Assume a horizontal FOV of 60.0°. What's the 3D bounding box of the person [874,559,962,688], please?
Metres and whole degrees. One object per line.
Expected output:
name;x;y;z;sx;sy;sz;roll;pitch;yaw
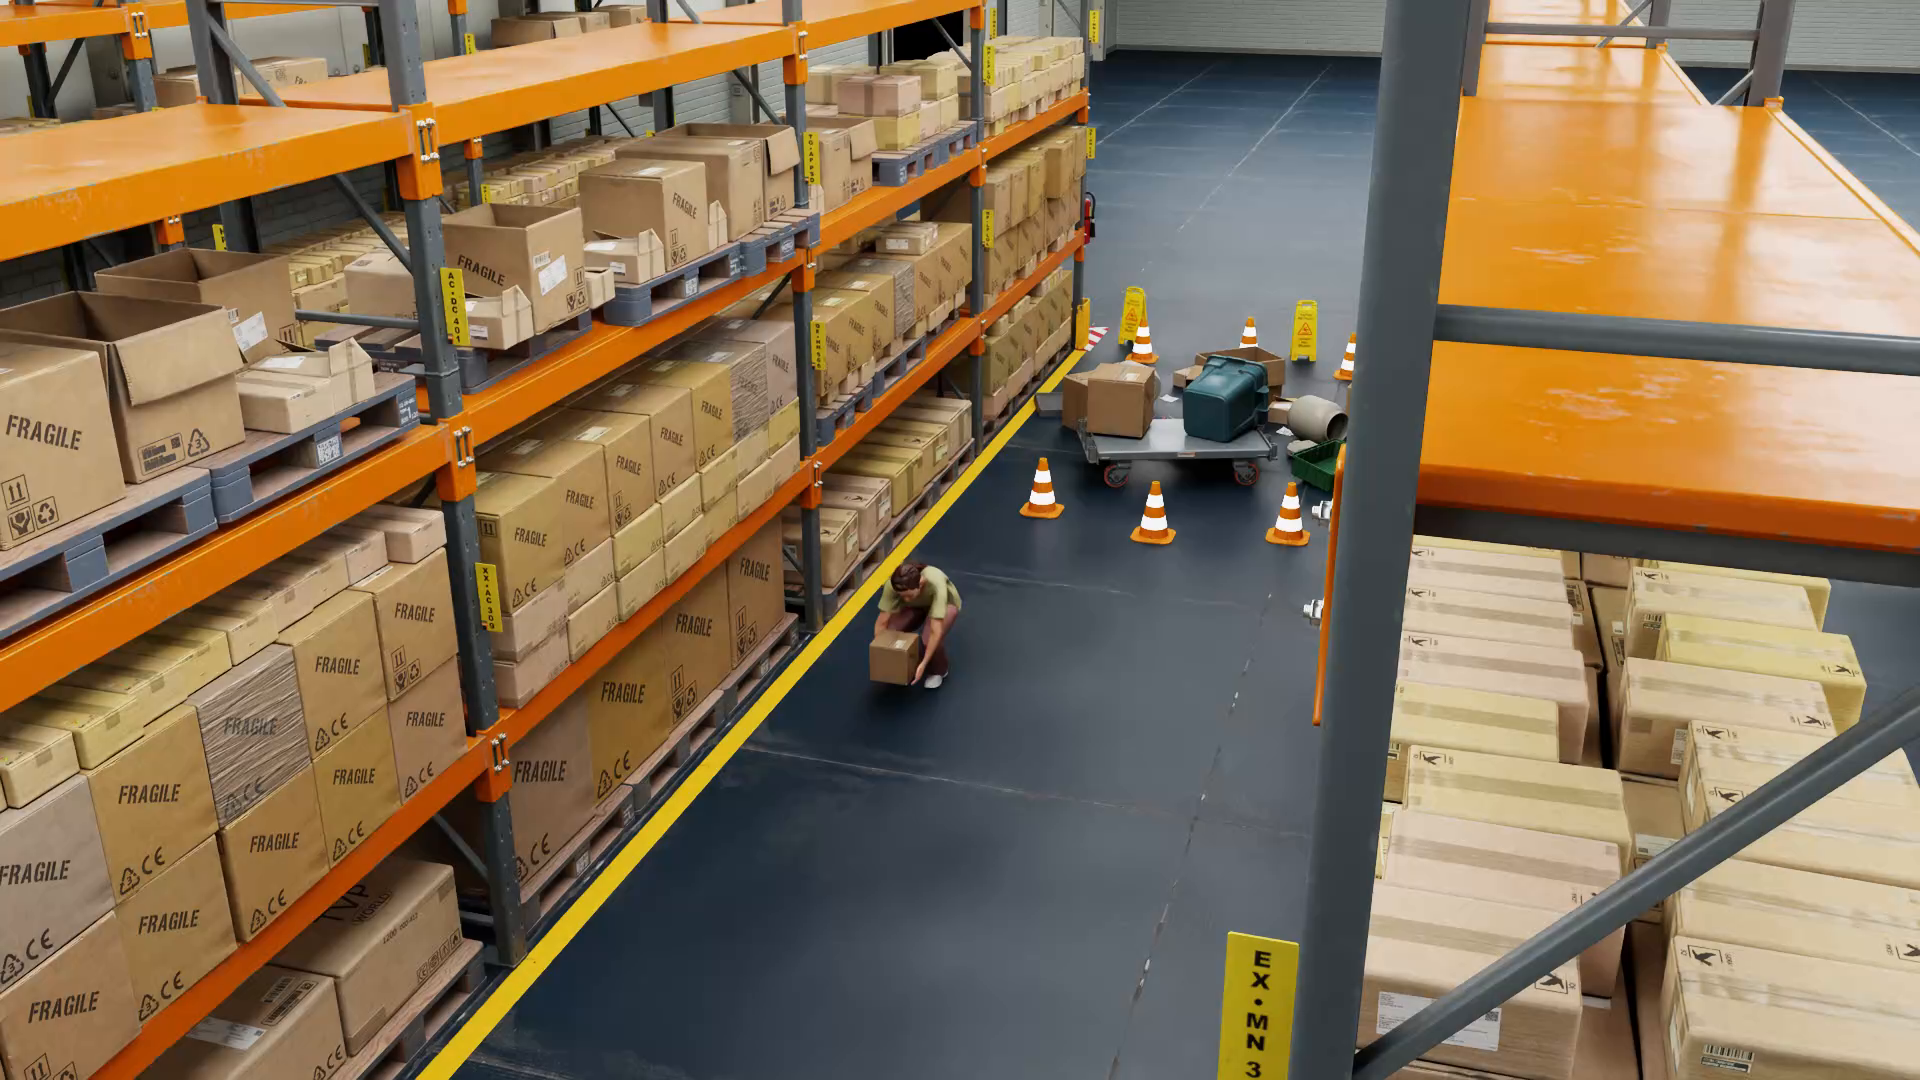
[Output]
person;-0.256;0.505;10.818;0.491;0.954;0.793;11;24;25
